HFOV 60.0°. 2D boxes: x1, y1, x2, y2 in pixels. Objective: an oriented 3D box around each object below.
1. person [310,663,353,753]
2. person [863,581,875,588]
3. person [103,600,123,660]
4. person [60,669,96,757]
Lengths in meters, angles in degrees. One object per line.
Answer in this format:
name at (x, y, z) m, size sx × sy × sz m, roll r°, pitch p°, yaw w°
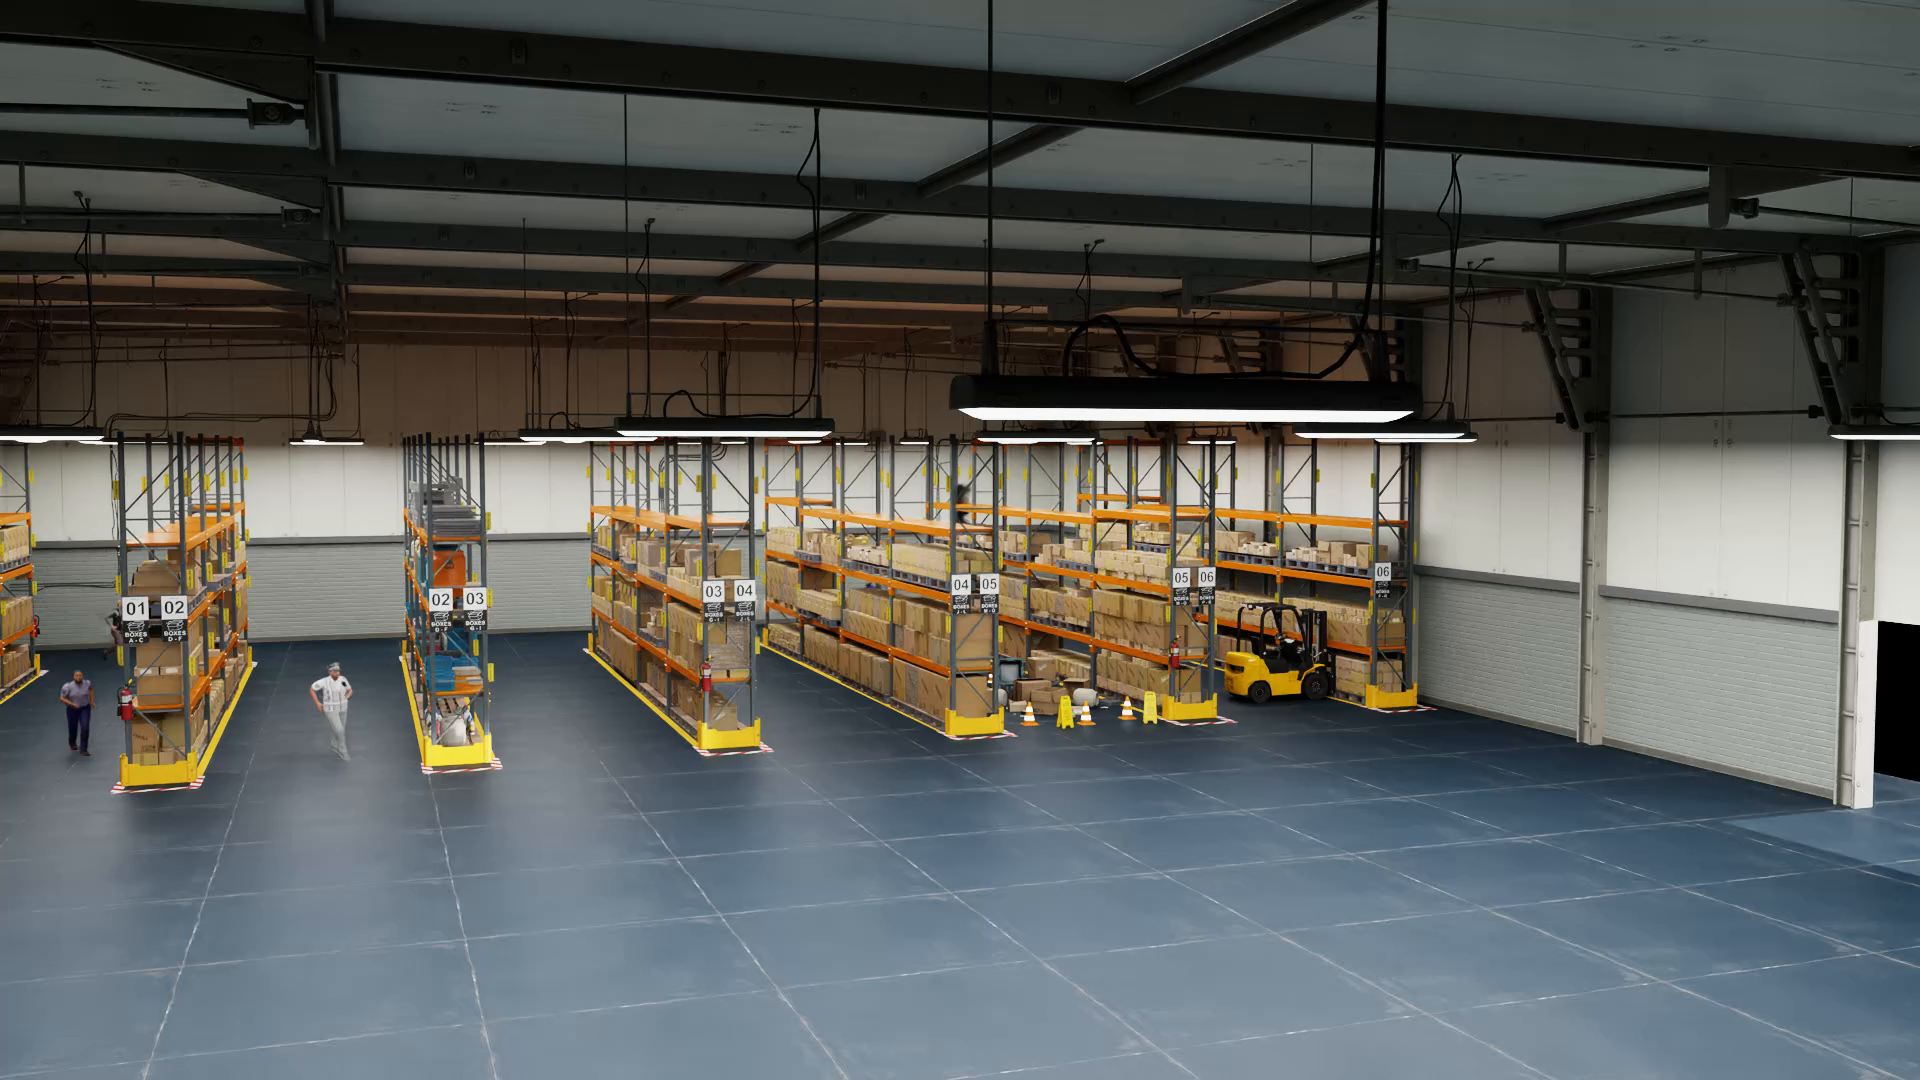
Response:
person at (-11.523, 3.067, 30.569) m, size 0.711 × 1.660 × 0.748 m, roll 3°, pitch 4°, yaw 39°
person at (-2.928, 2.001, 52.827) m, size 0.596 × 1.594 × 0.632 m, roll 1°, pitch 3°, yaw 25°
person at (-22.416, 2.395, 44.144) m, size 0.754 × 1.596 × 0.572 m, roll 1°, pitch 3°, yaw 13°
person at (-16.498, 3.201, 31.077) m, size 0.590 × 1.619 × 0.882 m, roll -2°, pitch 4°, yaw -35°
